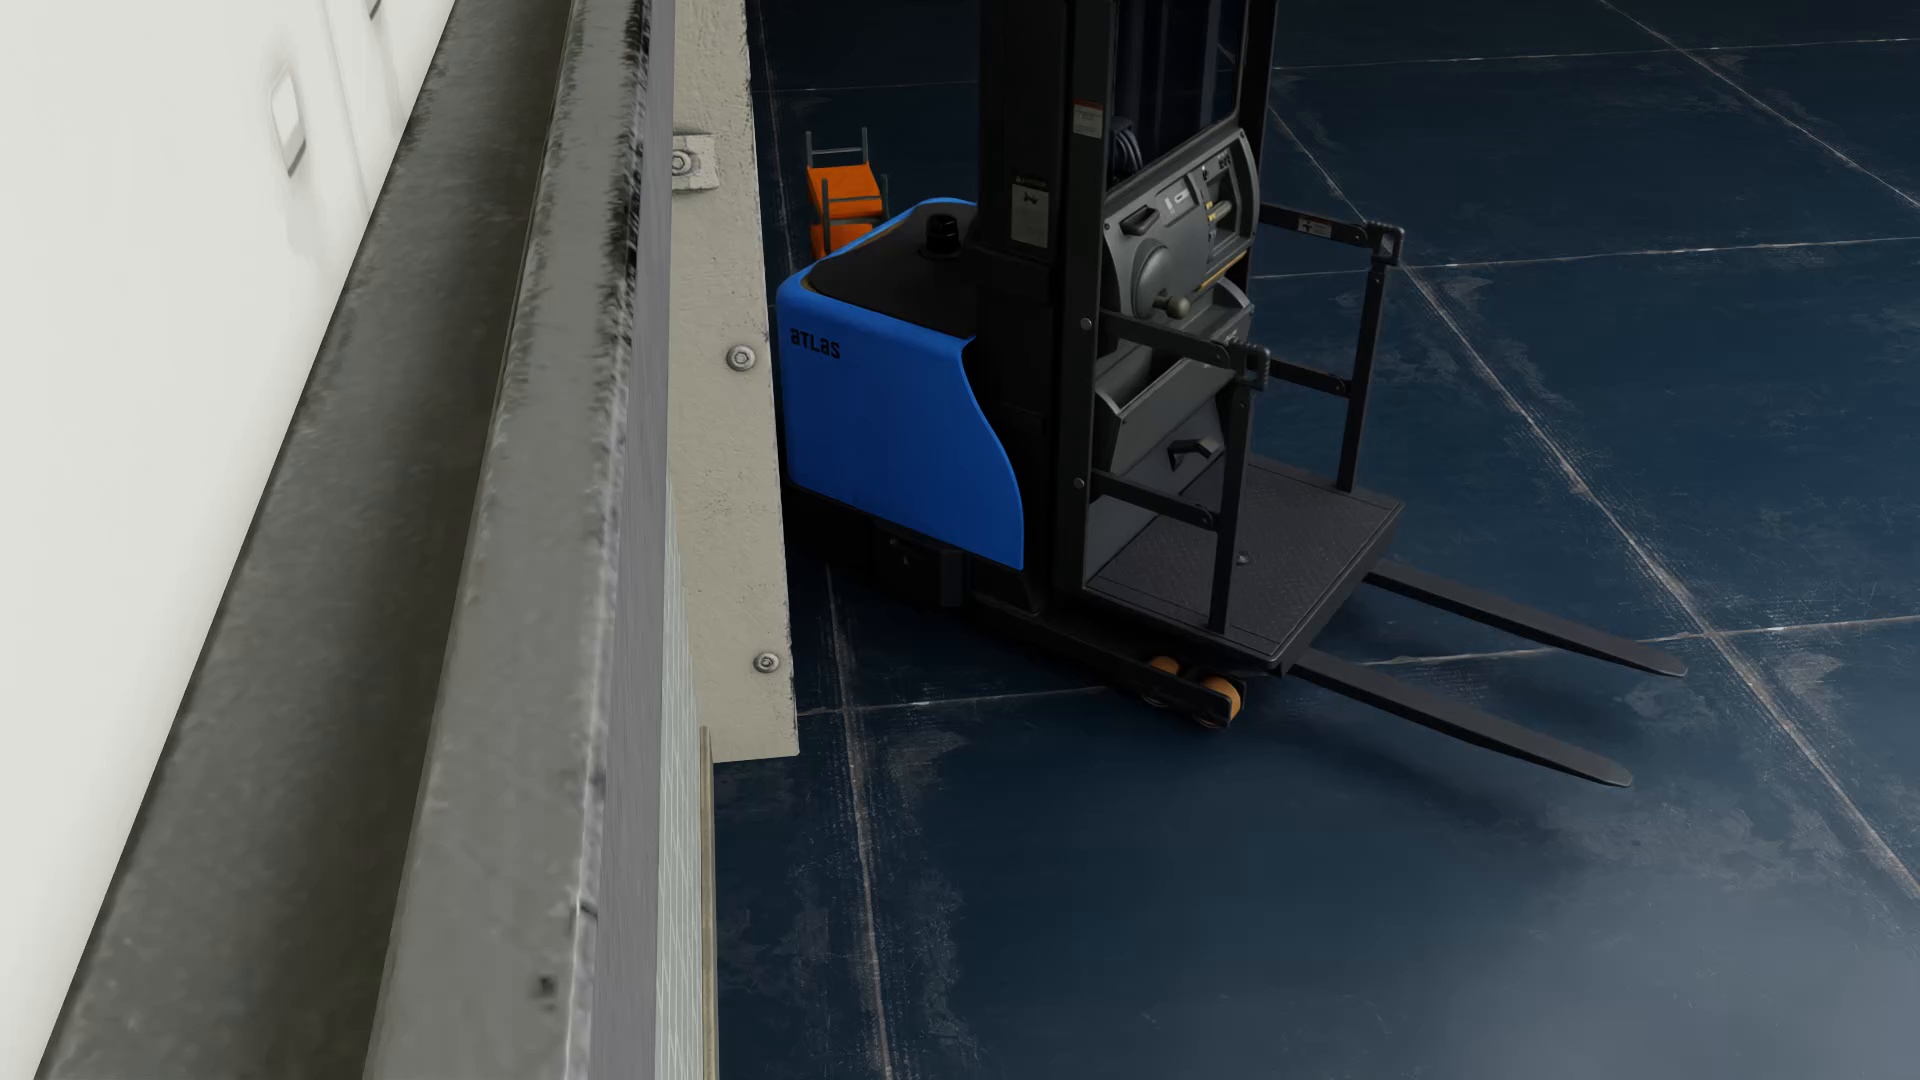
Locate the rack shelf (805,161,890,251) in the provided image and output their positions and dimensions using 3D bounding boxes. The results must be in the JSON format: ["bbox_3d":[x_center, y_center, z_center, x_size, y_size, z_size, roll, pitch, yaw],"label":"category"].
[{"bbox_3d":[-0.433,-1.285,6.373,0.258,0.148,0.480,-6,35,-9],"label":"rack shelf"}]

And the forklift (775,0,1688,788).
[{"bbox_3d":[0.864,-0.946,5.035,3.031,2.935,1.130,21,39,28],"label":"forklift"}]

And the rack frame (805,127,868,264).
[{"bbox_3d":[-0.481,-1.095,6.792,0.240,1.200,0.015,-6,35,-9],"label":"rack frame"}]

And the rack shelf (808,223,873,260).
[{"bbox_3d":[-0.433,-1.090,6.506,0.258,0.148,0.480,-6,35,-9],"label":"rack shelf"}]

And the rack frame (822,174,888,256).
[{"bbox_3d":[-0.384,-0.826,6.396,0.240,1.200,0.015,-6,35,-9],"label":"rack frame"}]

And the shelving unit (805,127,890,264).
[{"bbox_3d":[-0.433,-0.960,6.594,0.258,1.200,0.503,-6,35,-9],"label":"shelving unit"}]

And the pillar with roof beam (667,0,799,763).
[{"bbox_3d":[3.579,-3.465,3.343,9.100,9.000,0.400,-4,35,-6],"label":"pillar with roof beam"}]
